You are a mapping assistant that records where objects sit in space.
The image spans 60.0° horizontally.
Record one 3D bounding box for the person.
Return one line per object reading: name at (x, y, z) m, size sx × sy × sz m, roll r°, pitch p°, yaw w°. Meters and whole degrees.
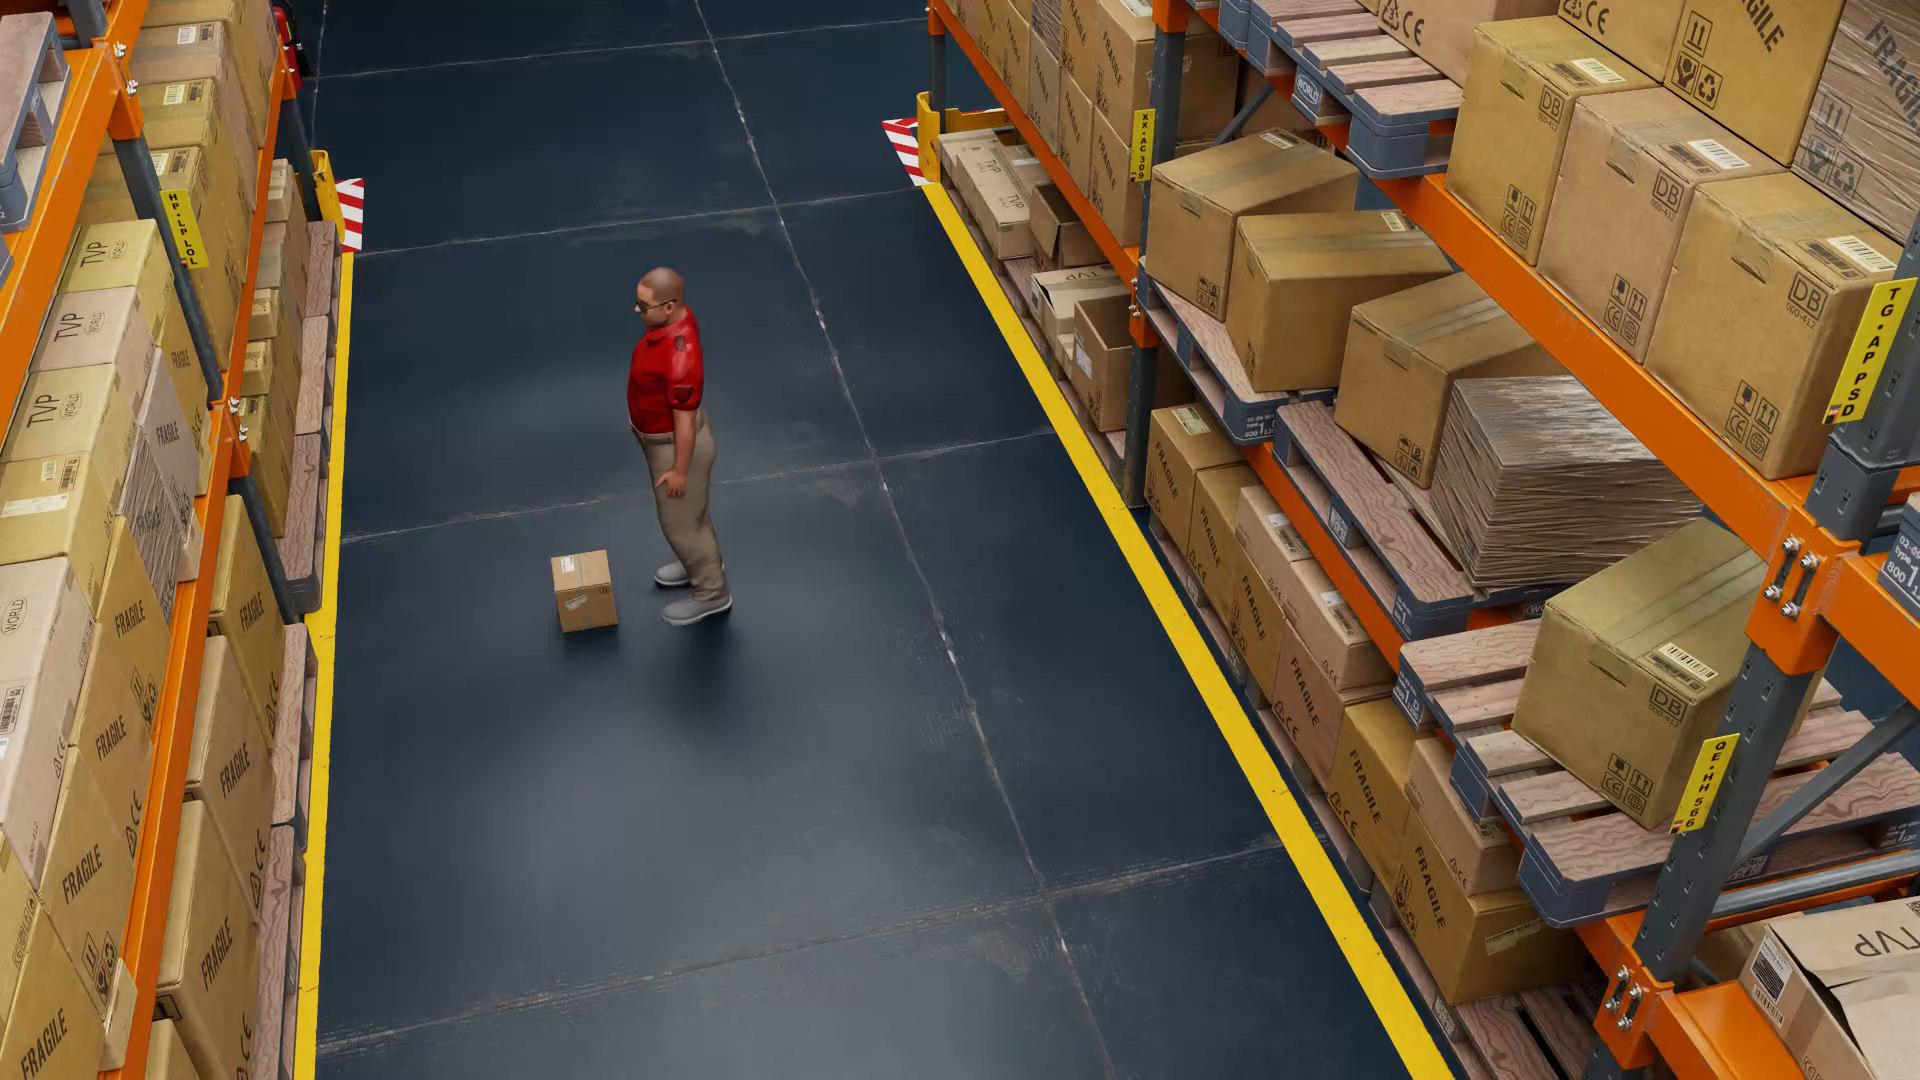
person at (-1.252, -0.411, 7.265) m, size 0.360 × 1.726 × 0.528 m, roll -9°, pitch 39°, yaw -11°
